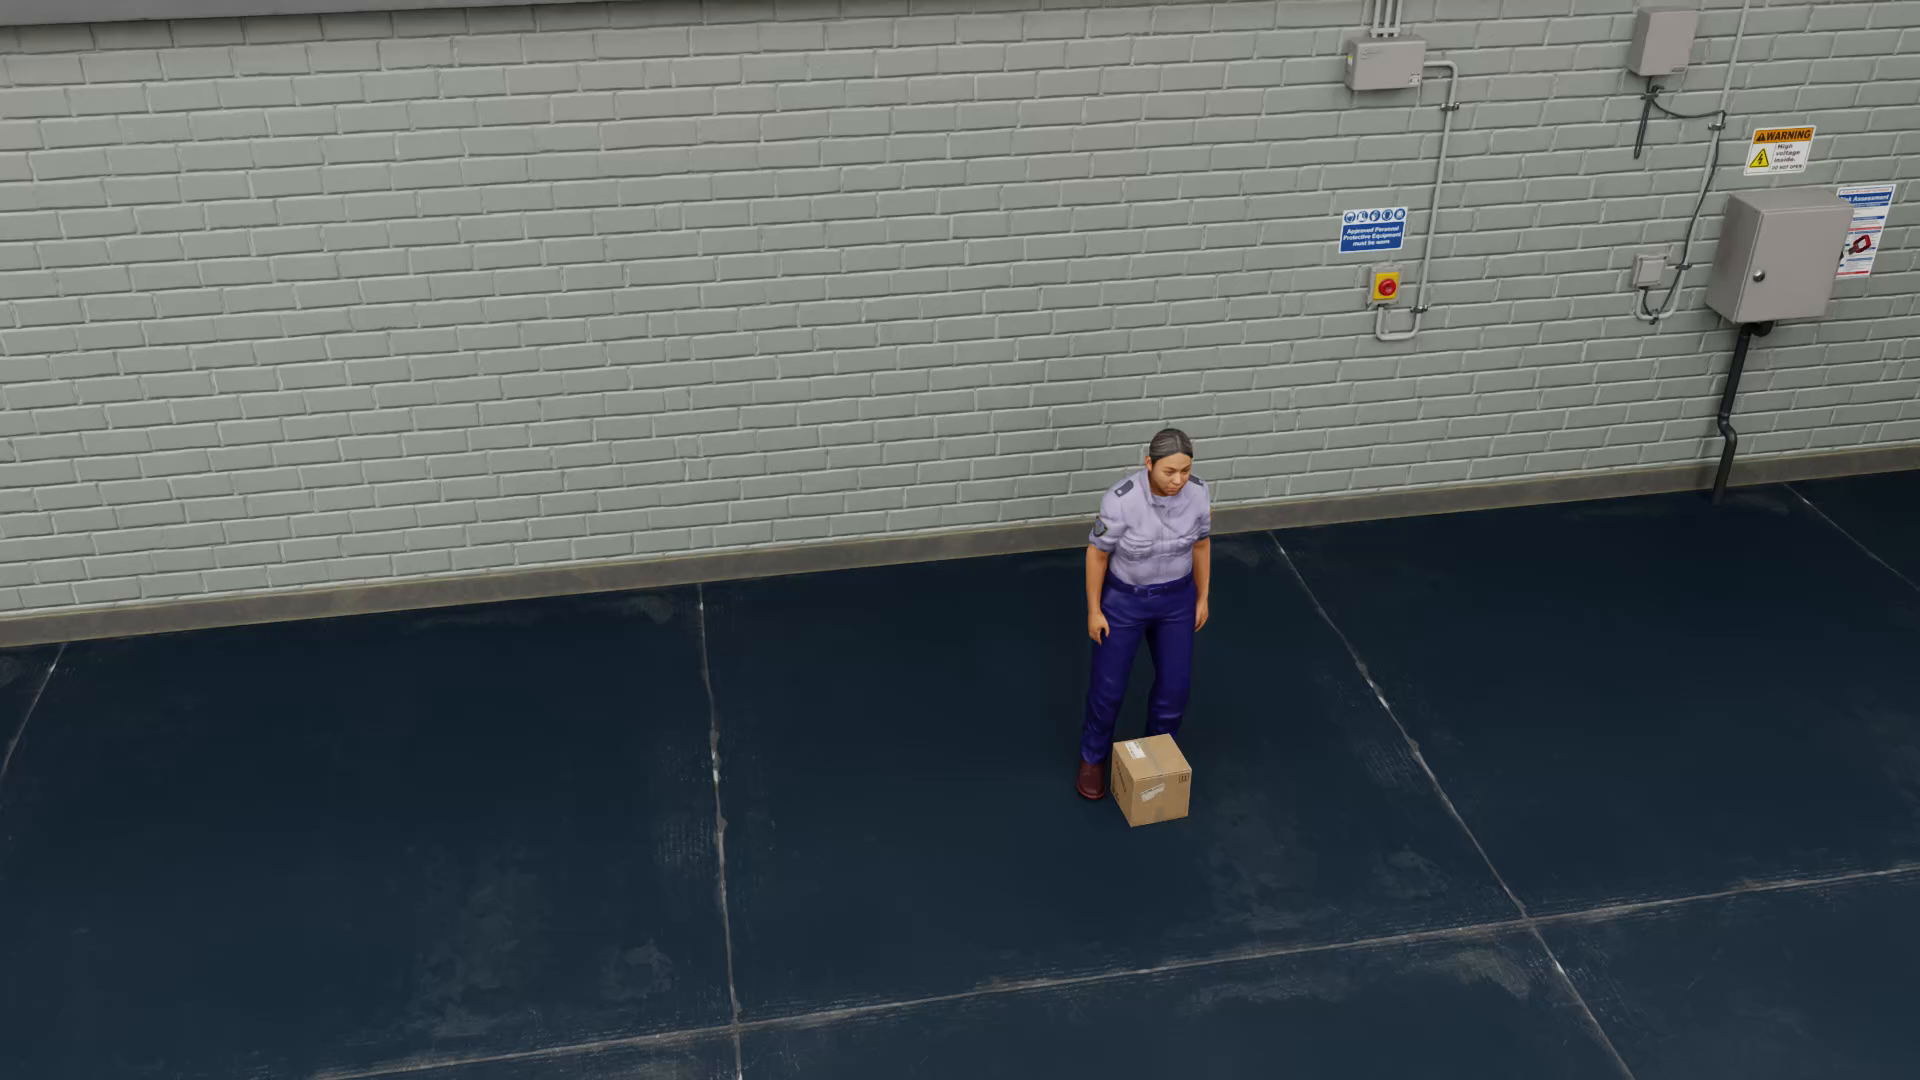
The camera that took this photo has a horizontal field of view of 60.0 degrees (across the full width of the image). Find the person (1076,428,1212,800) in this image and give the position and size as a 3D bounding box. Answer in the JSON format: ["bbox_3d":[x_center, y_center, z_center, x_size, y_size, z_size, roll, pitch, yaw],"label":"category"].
[{"bbox_3d":[0.748,0.283,6.667,0.557,1.651,0.425,-7,32,-12],"label":"person"}]
